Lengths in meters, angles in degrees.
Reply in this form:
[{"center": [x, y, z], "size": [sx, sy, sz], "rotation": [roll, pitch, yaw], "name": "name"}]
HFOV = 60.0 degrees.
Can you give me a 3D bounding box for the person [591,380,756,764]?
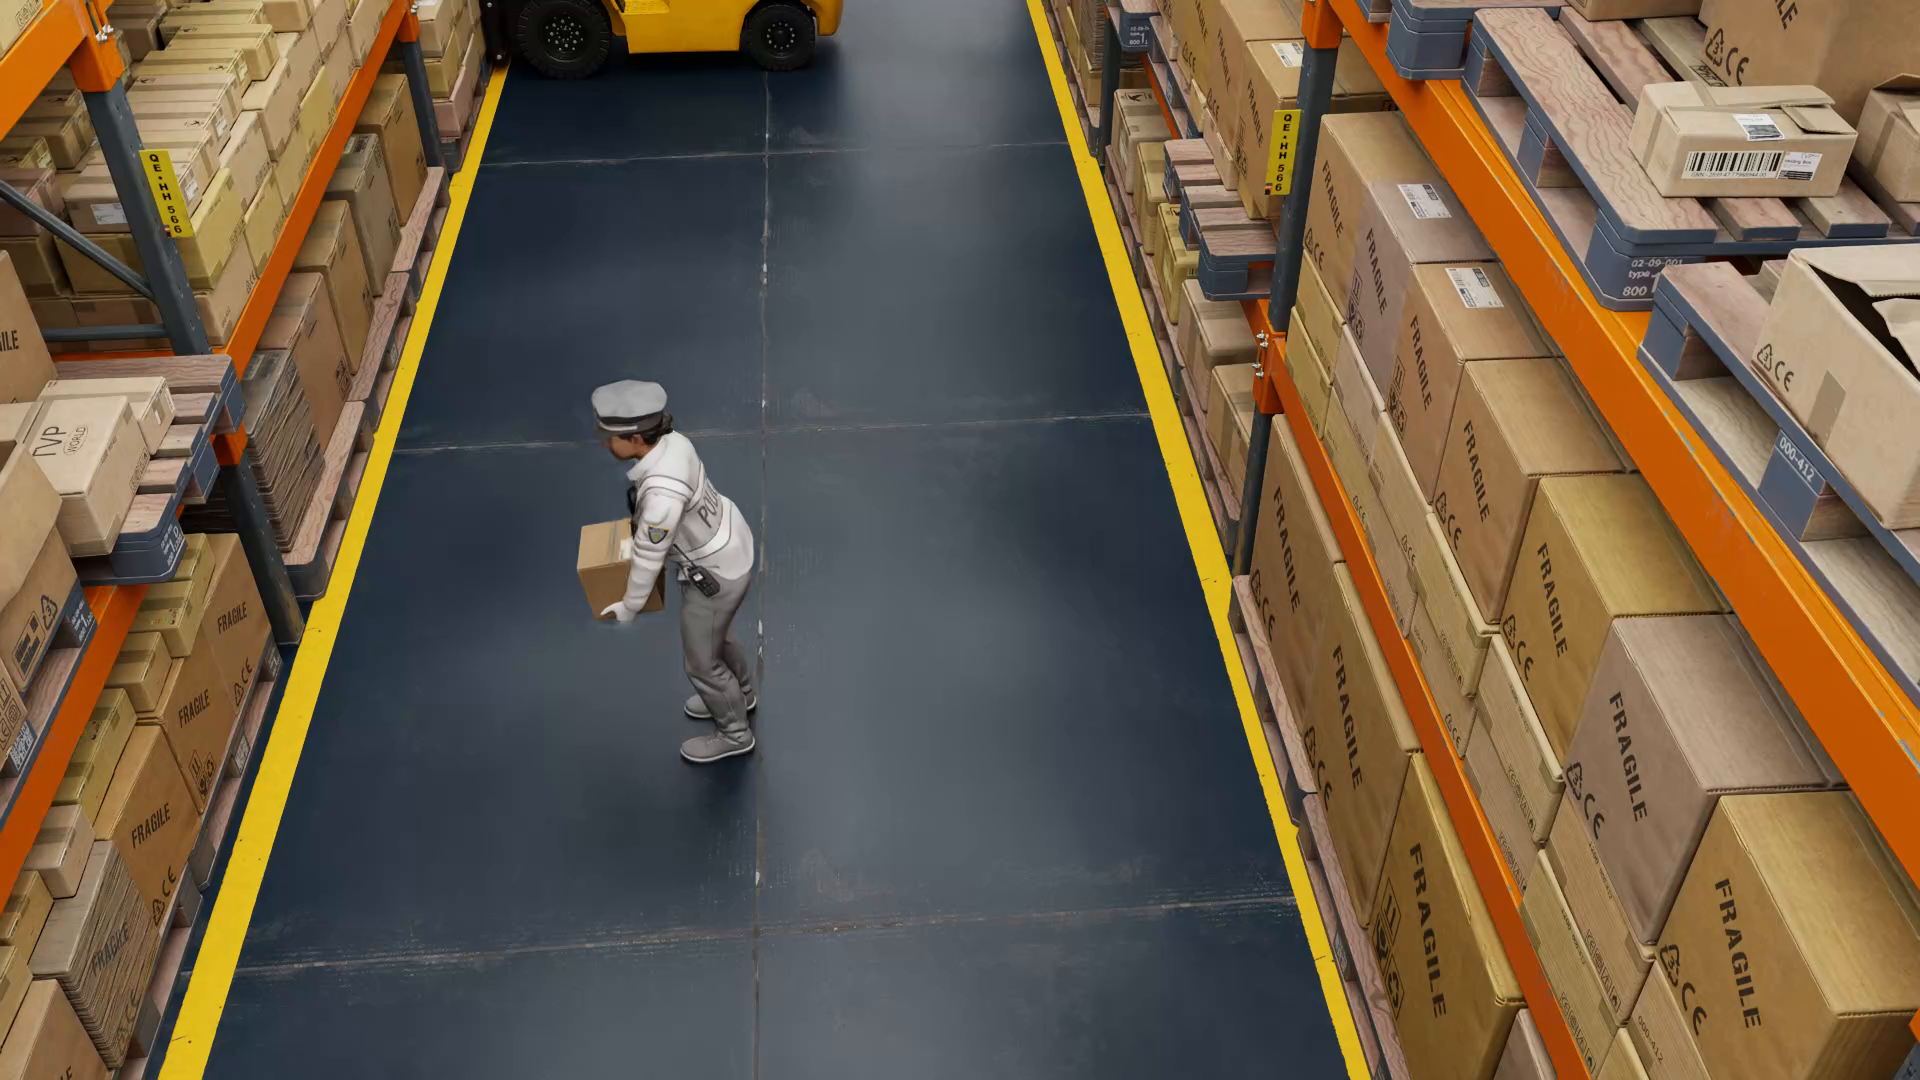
[{"center": [-1.019, 0.133, 6.026], "size": [0.559, 1.630, 0.412], "rotation": [-4, 40, -5], "name": "person"}]
